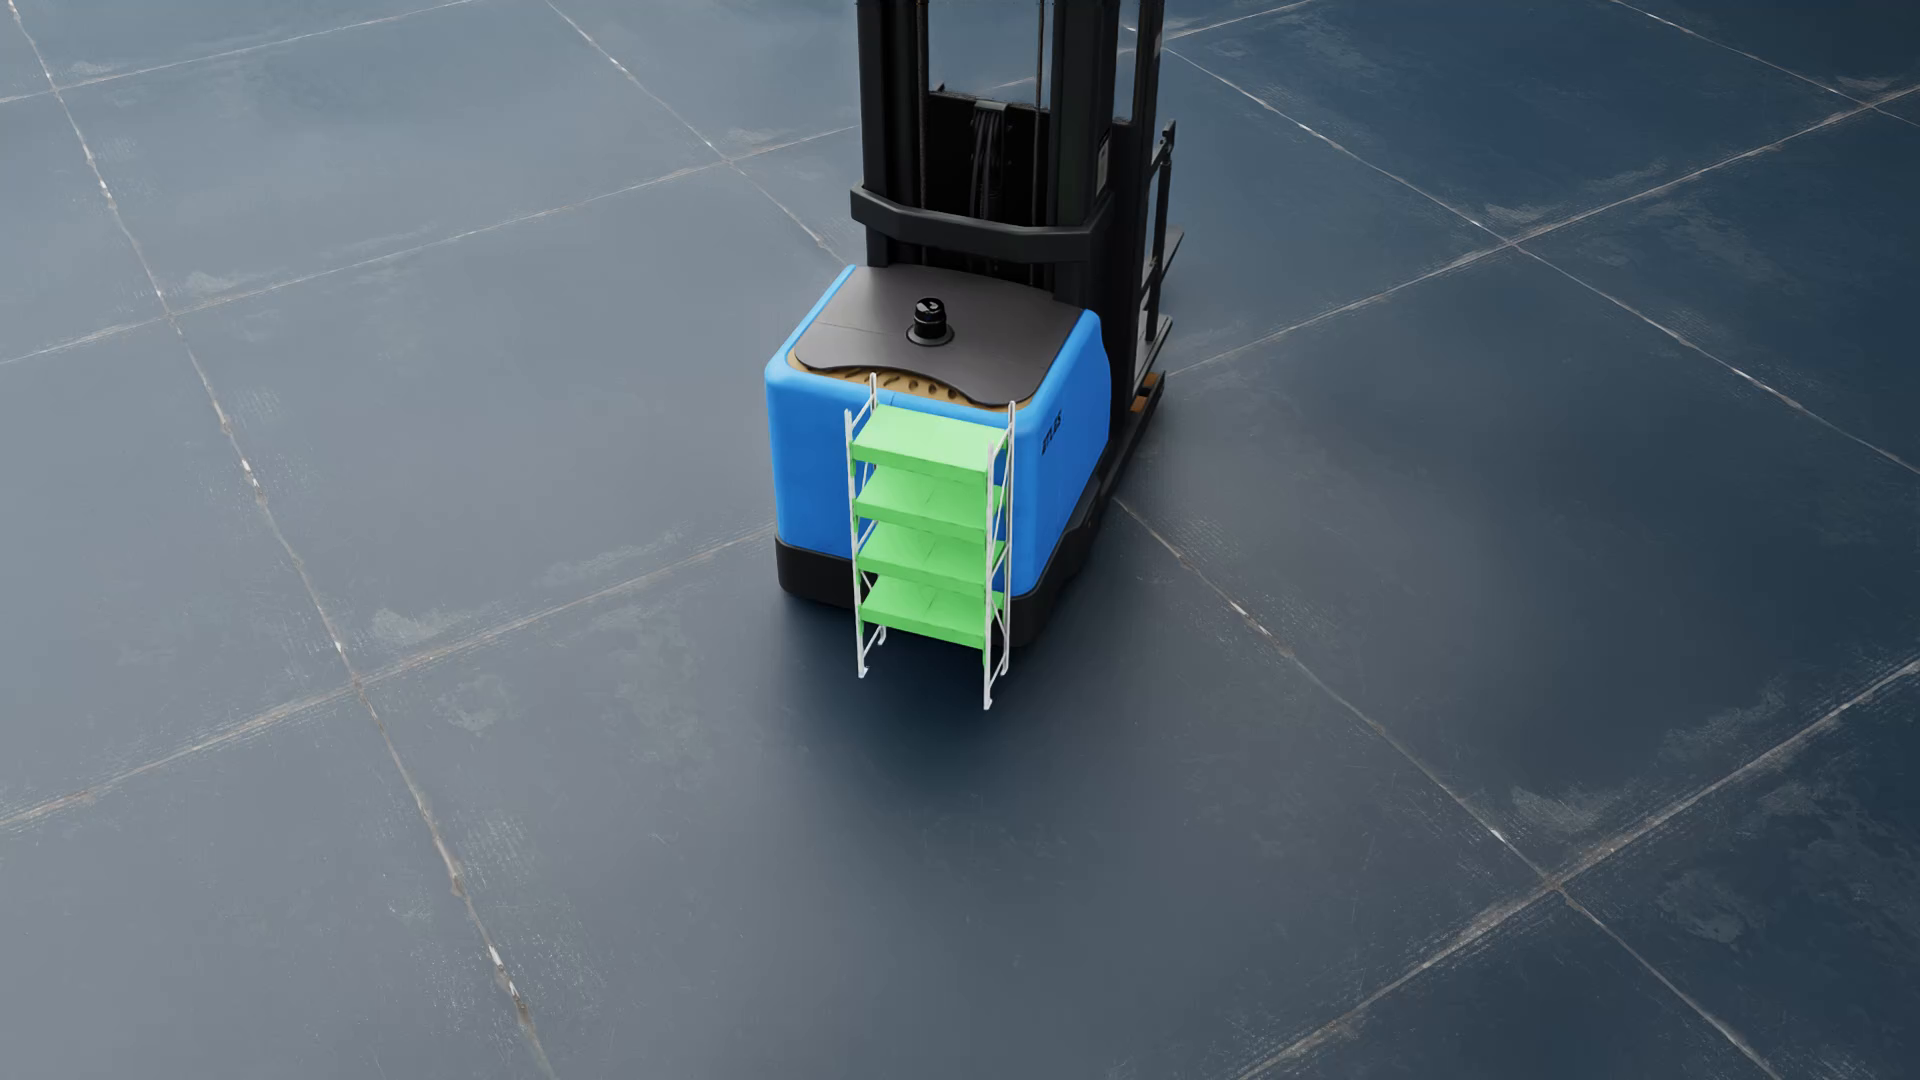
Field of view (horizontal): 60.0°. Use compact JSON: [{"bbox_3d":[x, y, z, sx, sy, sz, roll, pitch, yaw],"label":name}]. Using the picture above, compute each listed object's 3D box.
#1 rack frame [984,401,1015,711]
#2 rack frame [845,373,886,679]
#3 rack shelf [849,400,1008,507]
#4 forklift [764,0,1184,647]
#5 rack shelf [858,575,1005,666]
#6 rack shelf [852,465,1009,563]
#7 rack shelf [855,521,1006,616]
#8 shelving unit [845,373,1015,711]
[{"bbox_3d":[0.134,0.082,5.714,0.015,1.200,0.240,13,41,15],"label":"rack frame"},{"bbox_3d":[-0.326,-0.022,5.839,0.015,1.200,0.240,13,41,15],"label":"rack frame"},{"bbox_3d":[-0.096,-0.290,5.510,0.480,0.148,0.258,13,41,15],"label":"rack shelf"},{"bbox_3d":[0.277,-1.678,6.474,1.130,2.935,3.031,13,42,15],"label":"forklift"},{"bbox_3d":[-0.096,0.263,5.971,0.480,0.148,0.258,13,41,15],"label":"rack shelf"},{"bbox_3d":[-0.096,-0.105,5.664,0.480,0.148,0.258,13,41,15],"label":"rack shelf"},{"bbox_3d":[-0.096,0.079,5.818,0.480,0.148,0.258,13,41,15],"label":"rack shelf"},{"bbox_3d":[-0.096,0.030,5.777,0.503,1.200,0.258,13,41,15],"label":"shelving unit"}]
